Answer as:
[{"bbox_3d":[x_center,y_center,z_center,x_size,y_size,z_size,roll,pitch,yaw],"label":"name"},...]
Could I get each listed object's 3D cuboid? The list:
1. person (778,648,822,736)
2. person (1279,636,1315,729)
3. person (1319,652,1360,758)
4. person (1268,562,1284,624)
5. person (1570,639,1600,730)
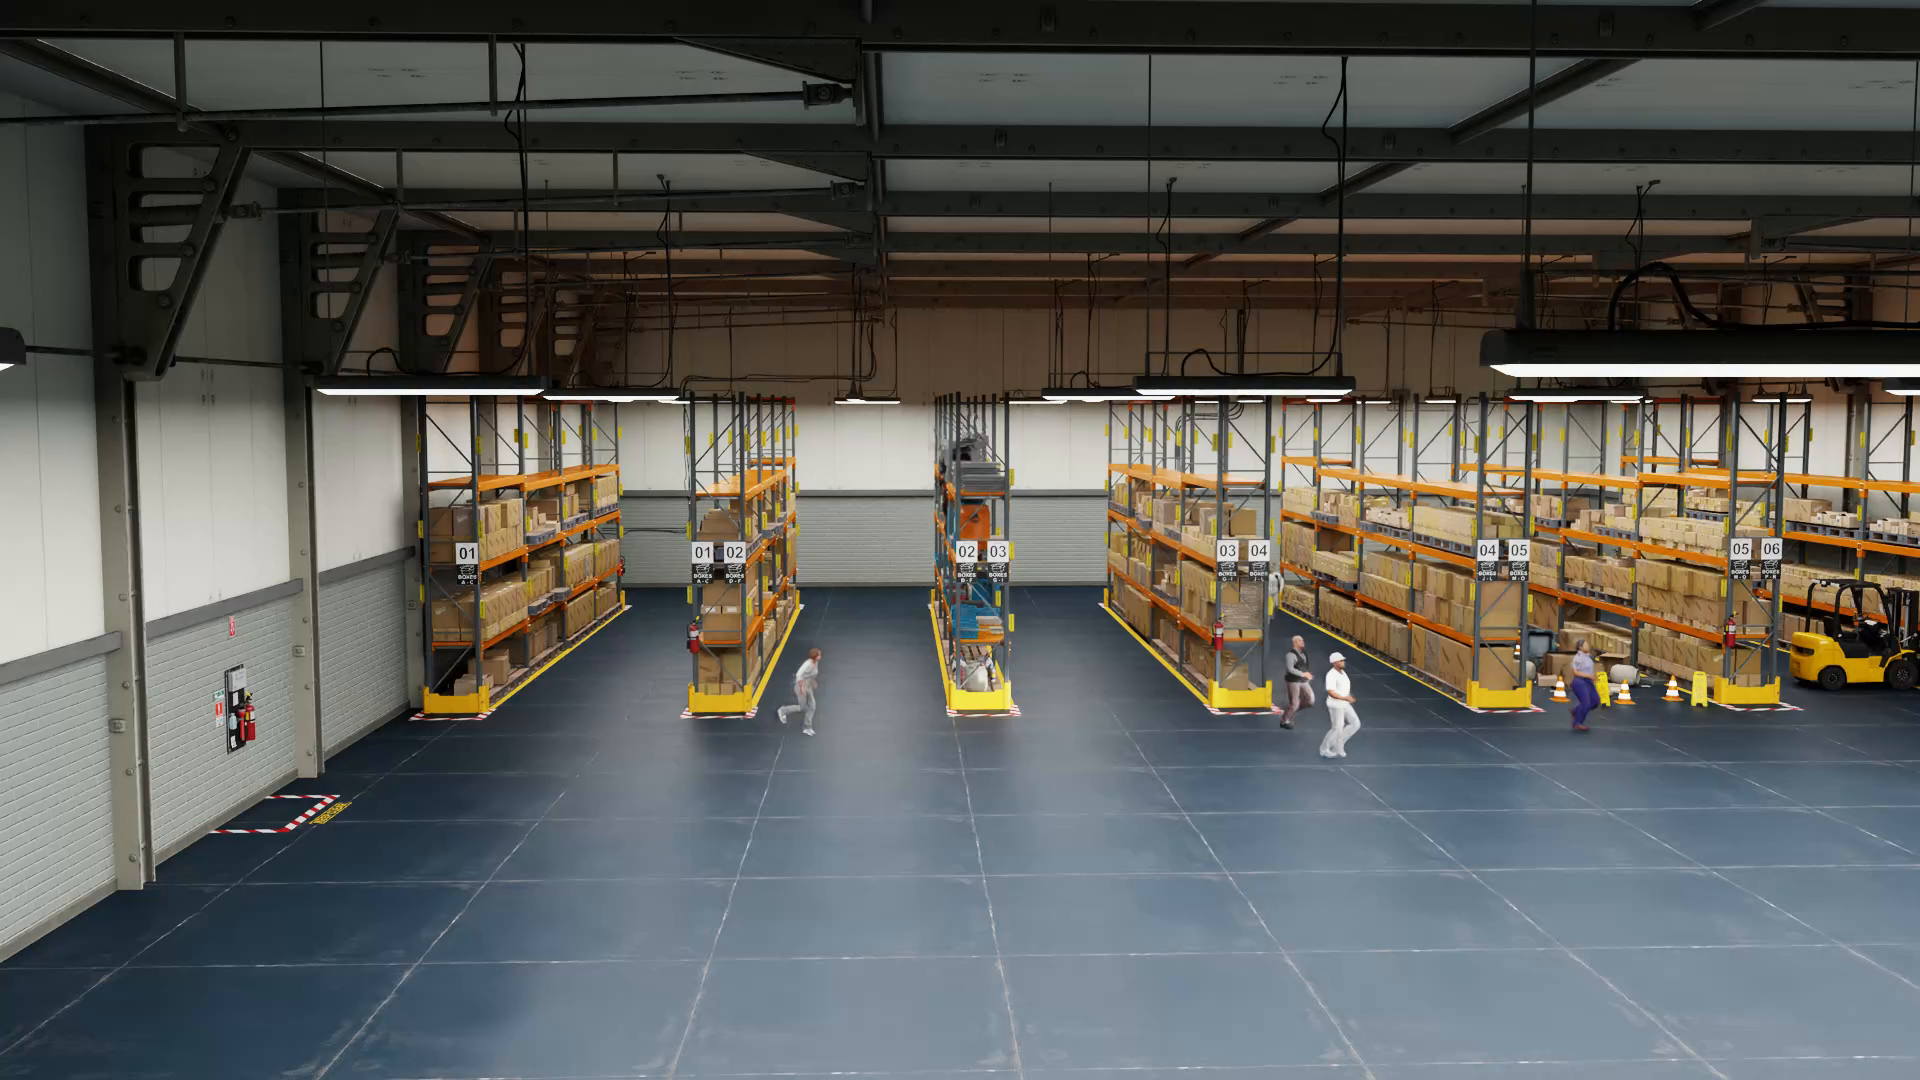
[{"bbox_3d":[-2.802,2.648,29.146,0.818,1.547,0.539,1,5,14],"label":"person"},{"bbox_3d":[6.016,2.557,29.490,0.680,1.608,0.697,-4,6,-44],"label":"person"},{"bbox_3d":[6.190,2.689,27.077,0.653,1.737,0.712,3,5,33],"label":"person"},{"bbox_3d":[8.221,1.395,43.735,0.639,1.653,0.671,0,5,2],"label":"person"},{"bbox_3d":[11.074,2.561,29.474,0.561,1.599,0.600,4,6,41],"label":"person"}]
